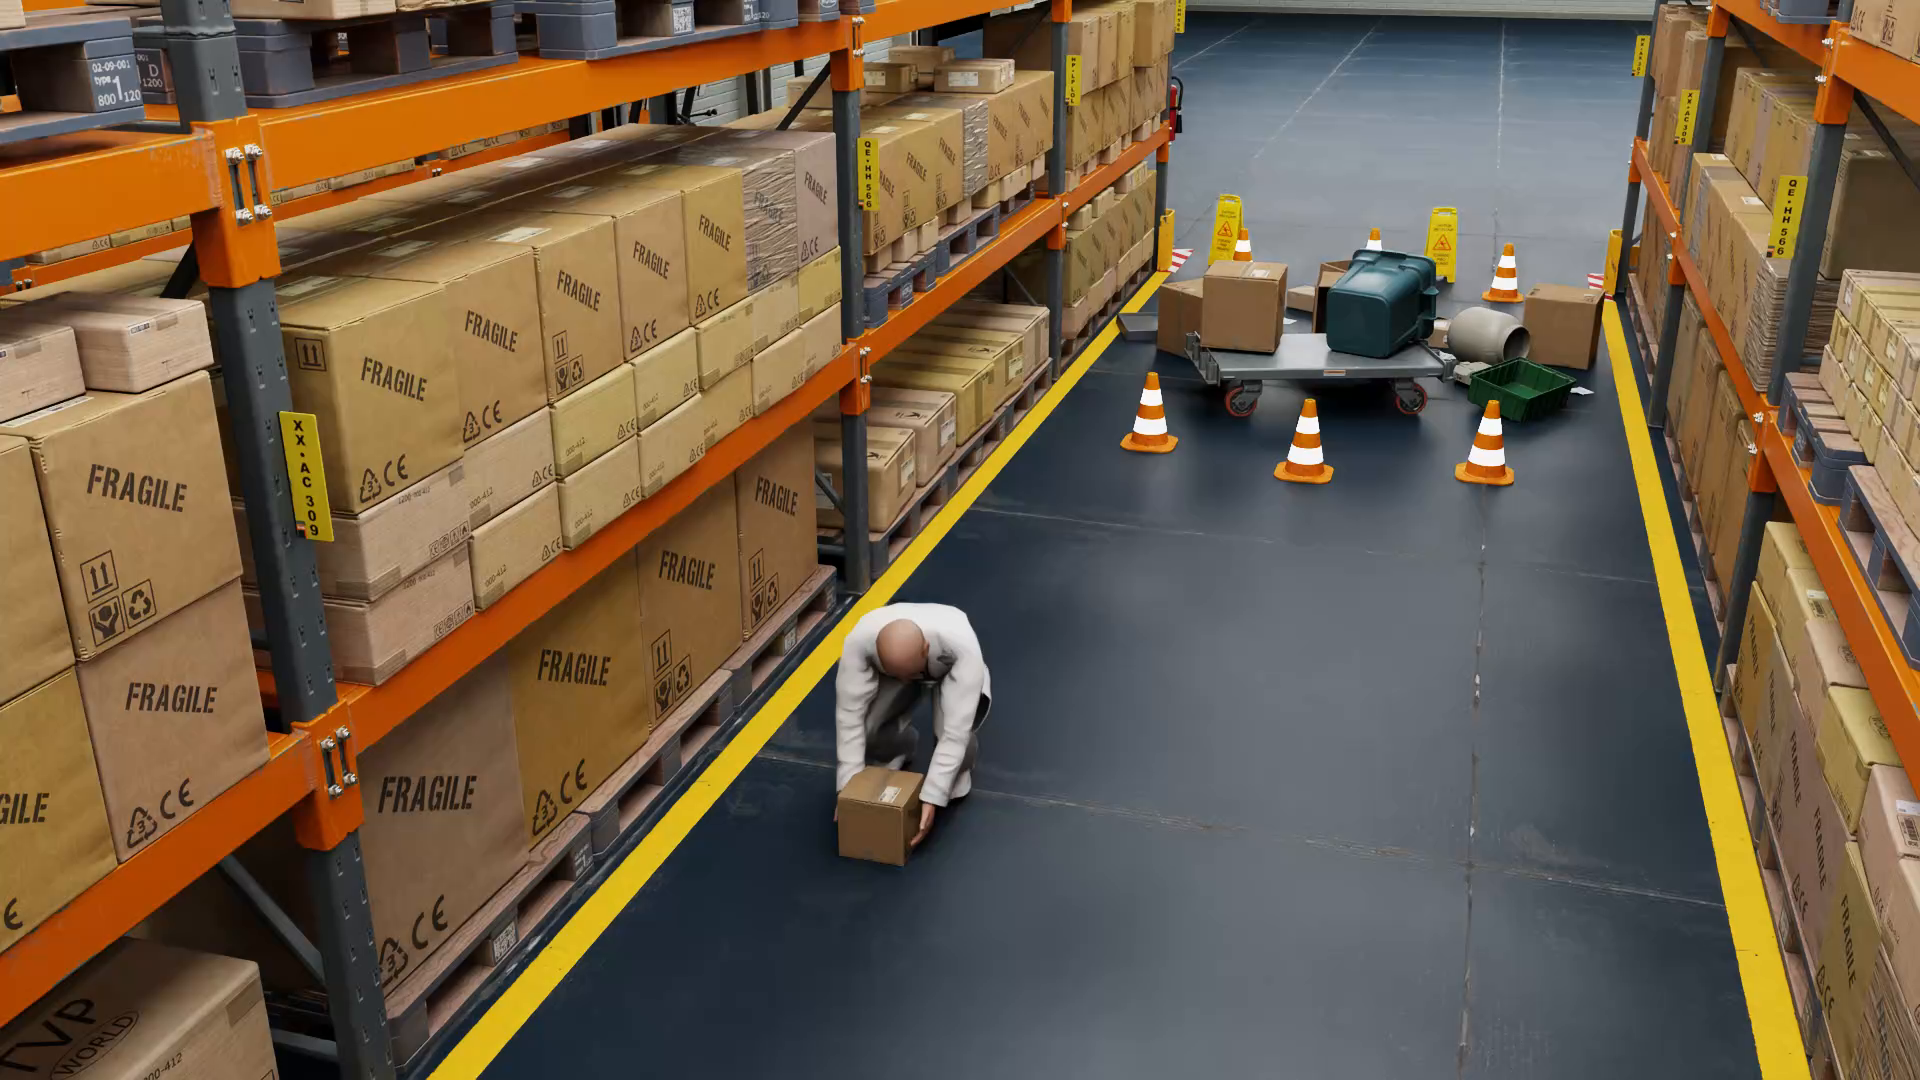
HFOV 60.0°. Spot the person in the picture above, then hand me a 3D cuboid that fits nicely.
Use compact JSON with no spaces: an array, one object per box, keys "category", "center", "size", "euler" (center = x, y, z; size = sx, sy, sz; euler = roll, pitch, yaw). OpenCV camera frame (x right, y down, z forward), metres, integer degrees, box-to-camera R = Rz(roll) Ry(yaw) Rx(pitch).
[{"category":"person","center":[-0.173,0.599,6.340],"size":[0.602,0.866,0.908],"euler":[6,23,16]}]
